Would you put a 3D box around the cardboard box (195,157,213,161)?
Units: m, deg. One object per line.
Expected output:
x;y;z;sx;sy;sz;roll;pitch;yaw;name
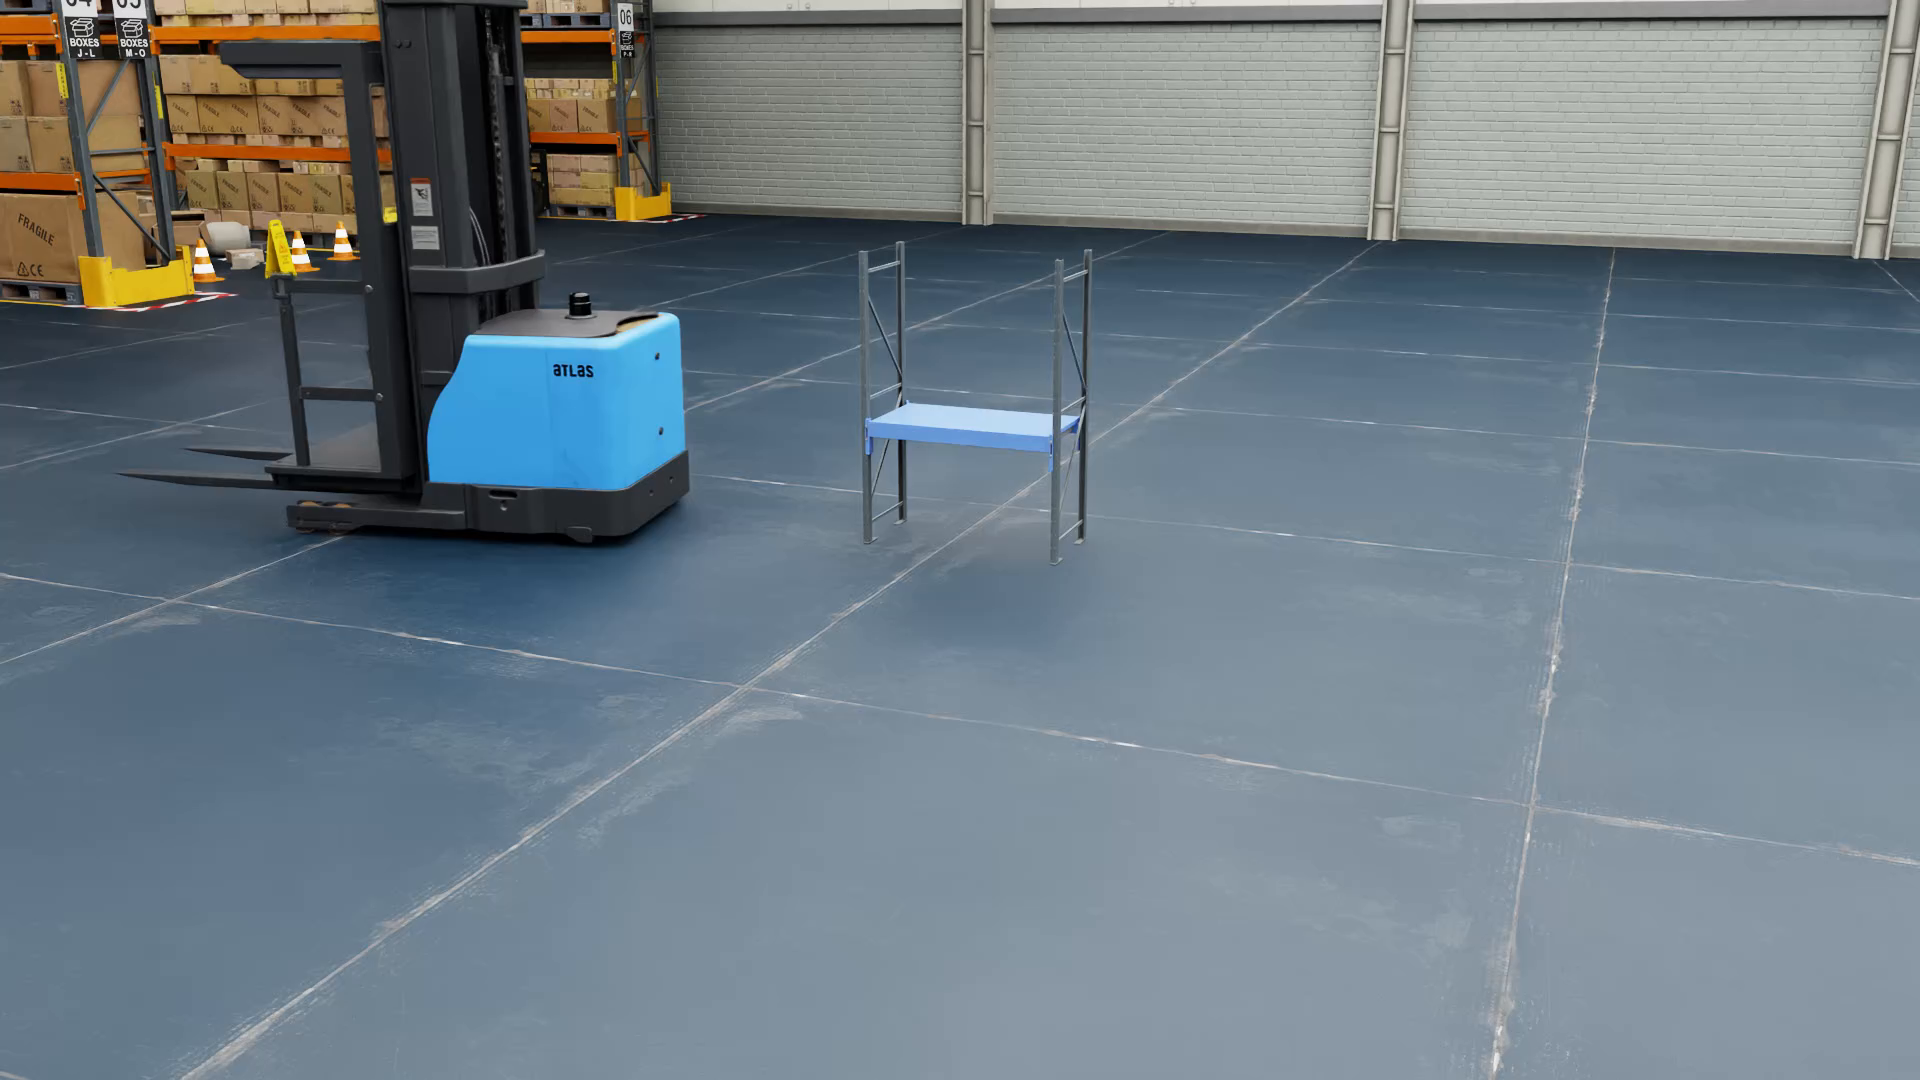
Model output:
-12.988;-6.641;28.737;0.250;0.149;0.380;5;17;18;cardboard box

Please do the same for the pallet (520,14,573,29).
-6.780;-8.127;26.066;1.213;0.211;1.003;6;17;21;pallet

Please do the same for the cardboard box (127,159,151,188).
-14.347;-6.488;29.371;0.500;0.500;0.500;6;17;19;cardboard box

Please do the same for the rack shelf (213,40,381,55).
-10.575;-8.234;27.567;4.000;0.370;1.077;6;17;21;rack shelf

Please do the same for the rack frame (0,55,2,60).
-14.253;-6.056;24.154;0.127;3.000;1.000;6;17;21;rack frame

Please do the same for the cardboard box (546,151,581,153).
-6.298;-6.089;26.654;0.500;0.250;0.500;6;17;20;cardboard box

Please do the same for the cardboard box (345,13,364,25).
-7.489;-6.539;20.886;0.250;0.149;0.380;6;17;21;cardboard box

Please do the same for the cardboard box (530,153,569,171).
-6.486;-5.953;26.184;0.500;0.250;0.500;7;17;21;cardboard box

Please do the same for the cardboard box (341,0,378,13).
-7.386;-6.732;20.836;0.500;0.250;0.500;6;17;20;cardboard box

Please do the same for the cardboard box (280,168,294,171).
-8.934;-4.794;22.640;0.500;0.500;0.500;7;18;24;cardboard box

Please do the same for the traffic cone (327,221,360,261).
-7.684;-3.729;20.688;0.334;0.463;0.336;6;17;21;traffic cone

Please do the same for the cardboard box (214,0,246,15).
-9.279;-6.937;21.545;0.500;0.250;0.500;6;17;21;cardboard box

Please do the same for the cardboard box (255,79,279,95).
-8.760;-6.071;21.698;0.500;0.500;0.700;6;17;20;cardboard box

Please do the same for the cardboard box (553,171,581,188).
-6.023;-5.670;26.105;0.500;0.250;0.500;6;17;20;cardboard box

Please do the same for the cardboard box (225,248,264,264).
-8.771;-3.479;20.390;0.380;0.149;0.250;-12;20;-37;cardboard box

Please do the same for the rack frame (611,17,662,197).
-4.993;-6.525;25.771;0.127;3.000;1.000;6;17;21;rack frame

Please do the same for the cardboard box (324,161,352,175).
-8.018;-4.825;21.584;0.250;0.149;0.380;7;18;22;cardboard box

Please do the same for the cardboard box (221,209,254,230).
-9.582;-4.346;22.442;0.500;0.250;0.500;7;18;24;cardboard box

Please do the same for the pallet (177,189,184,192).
-13.116;-6.091;29.276;1.213;0.211;1.003;6;17;21;pallet

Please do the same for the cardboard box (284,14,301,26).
-8.427;-6.660;21.304;0.250;0.149;0.380;6;17;19;cardboard box

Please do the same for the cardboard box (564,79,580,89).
-5.898;-7.047;25.690;0.250;0.149;0.380;7;17;22;cardboard box

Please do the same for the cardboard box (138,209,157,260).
-10.247;-3.721;20.344;0.503;0.637;0.797;6;17;21;cardboard box

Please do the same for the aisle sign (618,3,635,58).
-5.040;-7.691;25.123;0.004;0.787;0.394;6;17;21;aisle sign

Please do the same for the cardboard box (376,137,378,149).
-7.514;-5.097;21.301;0.250;0.149;0.380;6;17;20;cardboard box

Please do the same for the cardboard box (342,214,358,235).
-7.684;-4.134;21.713;0.500;0.250;0.500;6;17;20;cardboard box

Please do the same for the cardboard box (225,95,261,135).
-9.287;-5.620;21.941;0.500;0.500;0.500;6;17;20;cardboard box

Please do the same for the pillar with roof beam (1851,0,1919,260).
9.855;-6.754;15.797;0.400;9.000;9.100;6;17;21;pillar with roof beam

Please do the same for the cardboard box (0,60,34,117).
-9.410;-4.615;16.983;0.550;0.550;0.875;6;17;21;cardboard box

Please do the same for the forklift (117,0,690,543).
-3.090;-1.574;8.837;3.031;2.935;1.130;3;16;10;forklift

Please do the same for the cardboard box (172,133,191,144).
-10.357;-5.411;22.382;0.250;0.149;0.380;6;17;20;cardboard box

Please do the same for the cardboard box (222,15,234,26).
-9.375;-6.767;21.674;0.250;0.149;0.380;6;17;19;cardboard box

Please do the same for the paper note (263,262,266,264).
-8.421;-3.392;20.304;0.142;0.019;0.148;0;16;1;paper note

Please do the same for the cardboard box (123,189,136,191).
-12.338;-4.783;23.729;0.625;0.372;0.950;7;18;22;cardboard box

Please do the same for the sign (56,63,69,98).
-8.745;-4.474;16.203;0.005;0.325;0.100;6;17;21;sign

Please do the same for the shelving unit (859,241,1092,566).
0.079;-0.712;8.434;1.048;1.500;0.538;6;17;21;shelving unit

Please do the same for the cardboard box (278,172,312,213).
-8.606;-4.599;21.970;0.500;0.500;0.500;6;17;19;cardboard box

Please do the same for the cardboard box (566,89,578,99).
-5.886;-6.909;25.748;0.250;0.149;0.380;7;17;22;cardboard box

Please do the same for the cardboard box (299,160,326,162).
-10.623;-6.204;28.170;0.625;0.625;0.875;6;17;18;cardboard box

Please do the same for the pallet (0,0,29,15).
-10.366;-5.539;17.152;1.213;0.211;1.003;6;17;21;pallet

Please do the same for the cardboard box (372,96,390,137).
-7.417;-5.413;21.225;0.500;0.500;0.500;6;17;20;cardboard box

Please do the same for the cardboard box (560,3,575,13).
-5.875;-8.101;25.336;0.250;0.149;0.380;6;17;19;cardboard box

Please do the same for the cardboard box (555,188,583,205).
-6.005;-5.426;26.163;0.500;0.250;0.500;6;17;21;cardboard box

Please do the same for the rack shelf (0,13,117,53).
-10.394;-5.243;17.264;4.000;0.370;1.077;6;17;21;rack shelf

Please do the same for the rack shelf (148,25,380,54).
-8.672;-6.537;21.722;4.000;0.370;1.077;6;17;21;rack shelf

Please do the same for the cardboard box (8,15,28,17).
-12.824;-7.398;23.210;0.637;0.503;0.797;6;17;21;cardboard box

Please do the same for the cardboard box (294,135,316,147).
-8.453;-5.213;21.699;0.250;0.149;0.380;6;17;20;cardboard box

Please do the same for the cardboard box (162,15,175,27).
-10.330;-6.870;22.029;0.250;0.149;0.380;6;17;20;cardboard box

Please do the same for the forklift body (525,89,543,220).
-7.427;-5.839;24.928;1.214;2.155;2.313;6;17;21;forklift body

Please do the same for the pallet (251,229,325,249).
-8.756;-4.124;22.500;1.213;0.211;1.003;6;17;21;pallet

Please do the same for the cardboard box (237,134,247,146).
-9.368;-5.326;22.089;0.250;0.149;0.380;6;17;20;cardboard box

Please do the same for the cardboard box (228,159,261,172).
-9.509;-4.989;22.148;0.250;0.149;0.380;7;18;23;cardboard box

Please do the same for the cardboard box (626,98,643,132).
-5.352;-6.696;26.180;0.500;0.500;0.500;7;18;22;cardboard box
